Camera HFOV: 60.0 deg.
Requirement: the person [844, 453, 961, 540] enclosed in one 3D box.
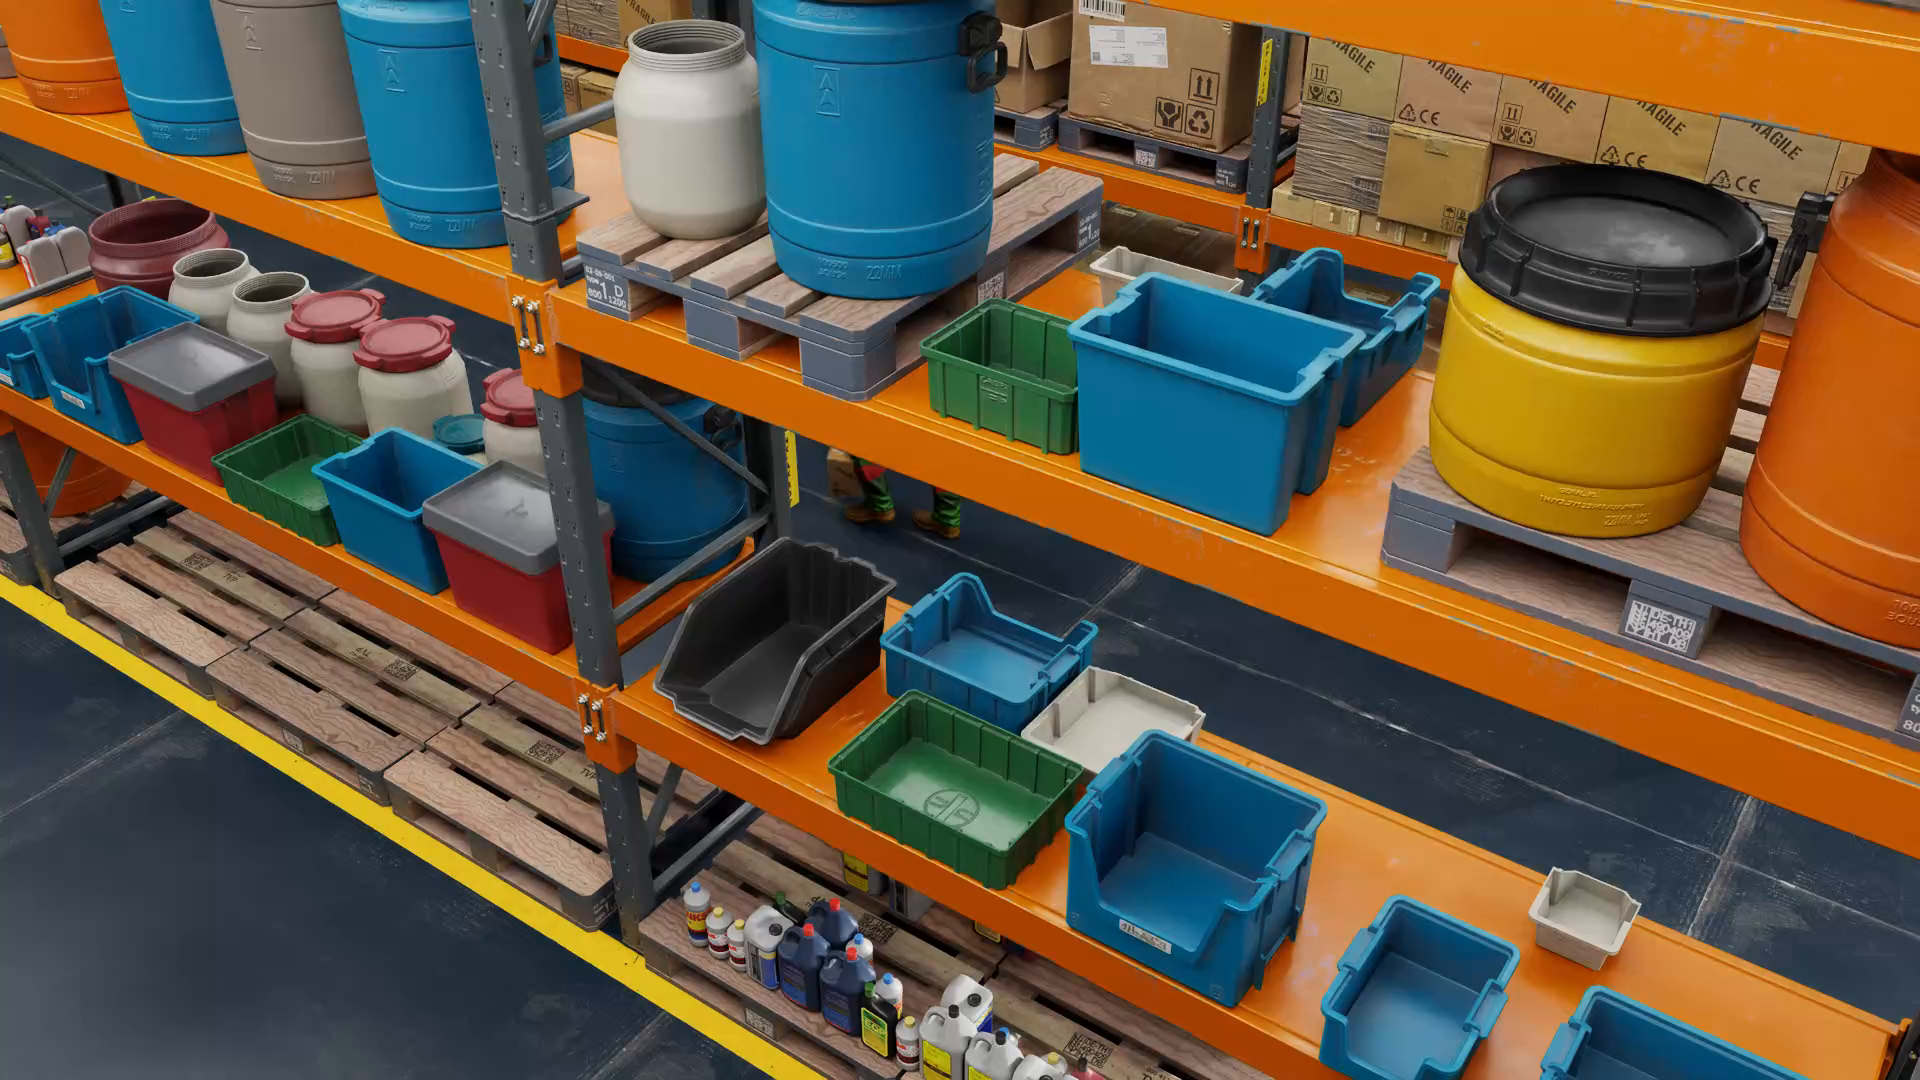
[{"bbox_3d":[-0.338,-0.819,8.353,0.696,1.752,0.686,24,41,31],"label":"person"}]
